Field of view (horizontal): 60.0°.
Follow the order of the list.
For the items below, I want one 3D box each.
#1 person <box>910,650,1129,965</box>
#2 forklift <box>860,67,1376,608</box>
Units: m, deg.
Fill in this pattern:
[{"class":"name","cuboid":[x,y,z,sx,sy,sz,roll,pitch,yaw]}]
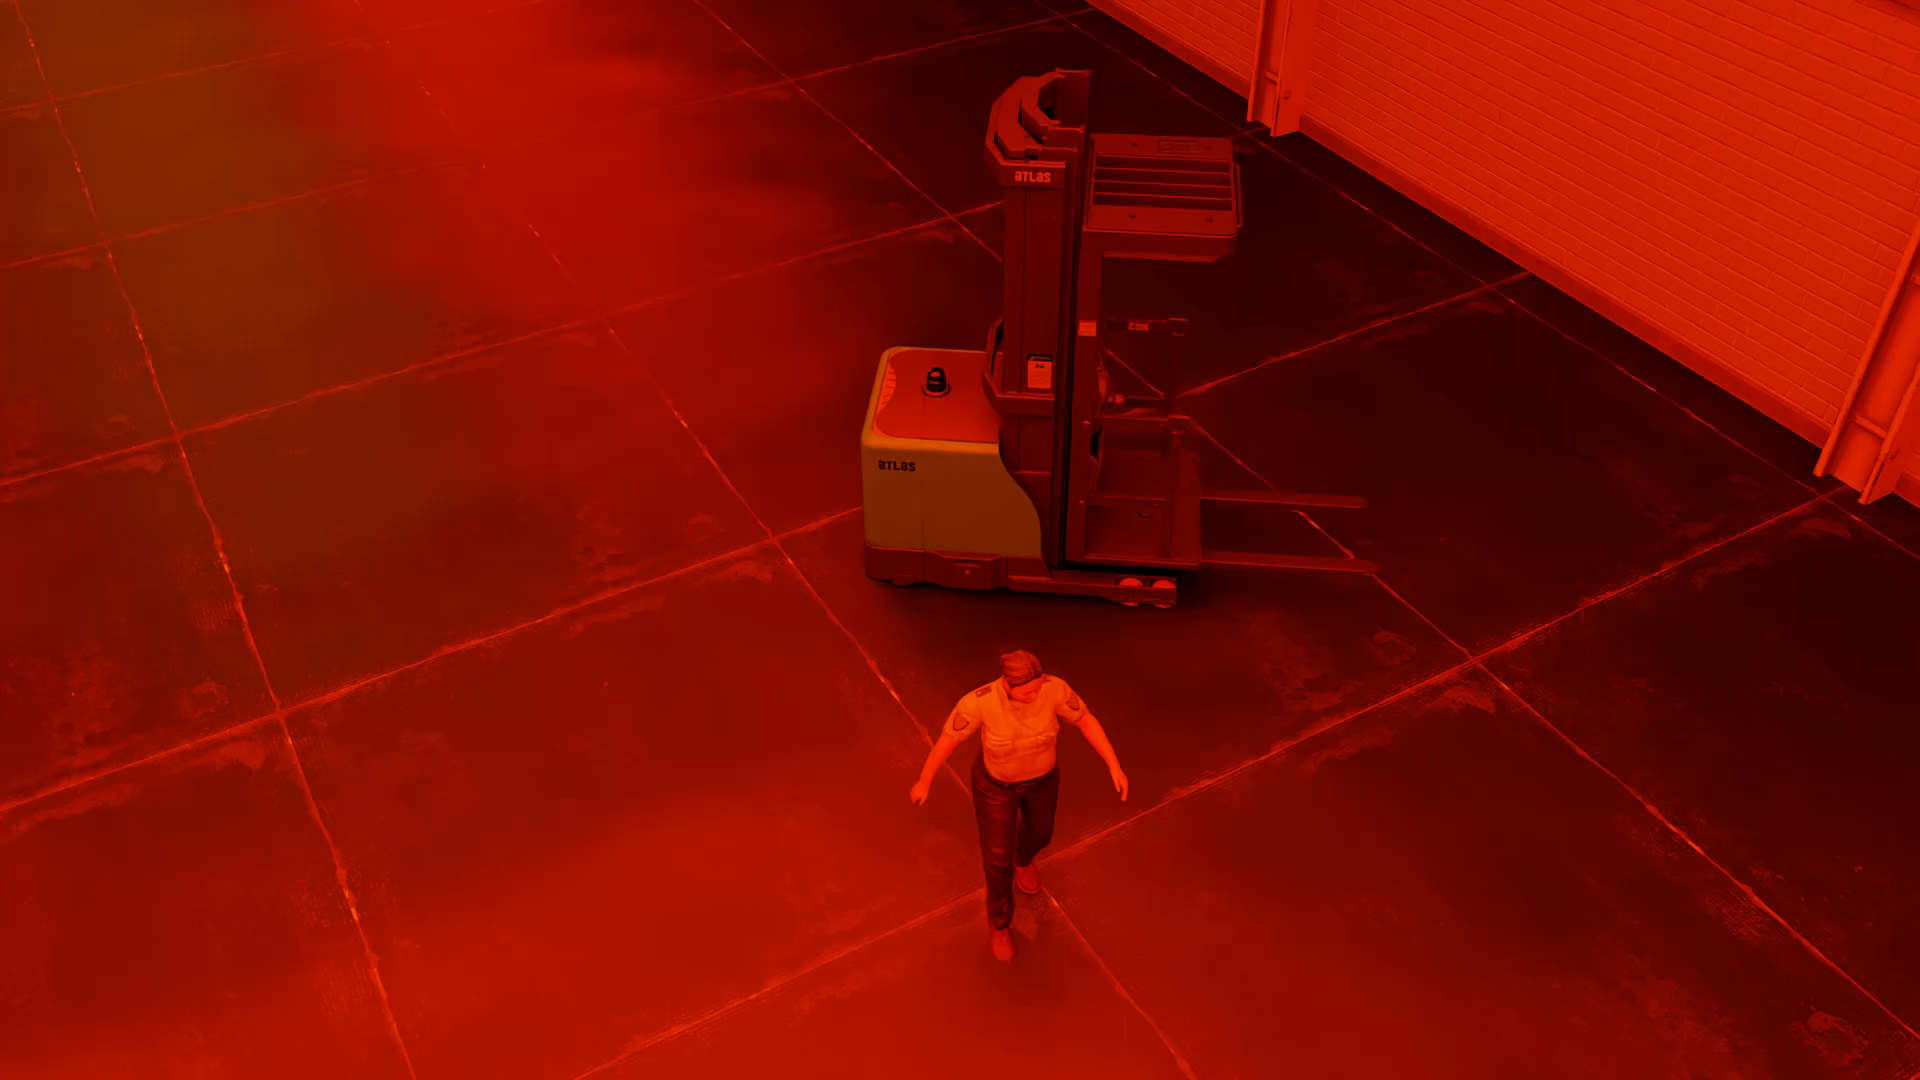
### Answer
[{"class":"person","cuboid":[0.256,1.192,7.661,0.926,1.656,0.660,-9,41,-11]},{"class":"forklift","cuboid":[0.972,-1.084,9.343,3.031,2.935,1.130,4,40,4]}]
